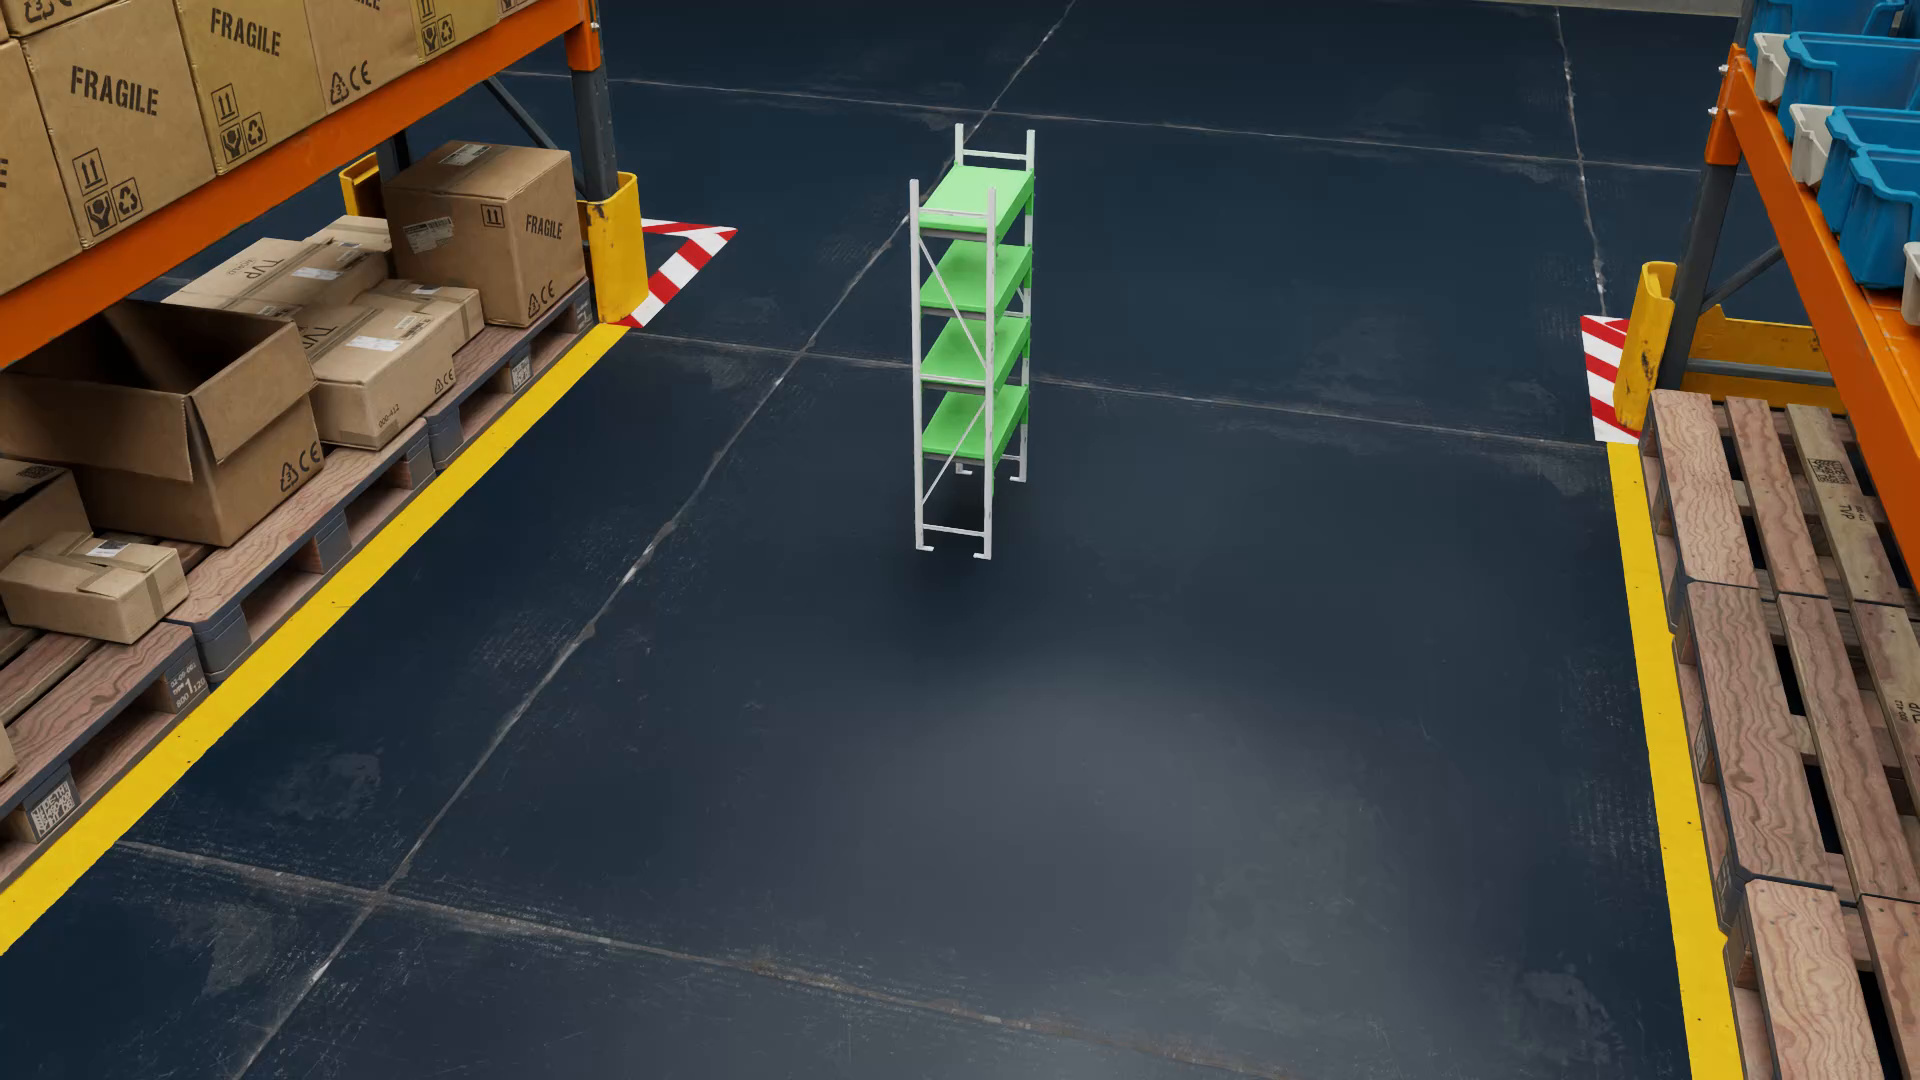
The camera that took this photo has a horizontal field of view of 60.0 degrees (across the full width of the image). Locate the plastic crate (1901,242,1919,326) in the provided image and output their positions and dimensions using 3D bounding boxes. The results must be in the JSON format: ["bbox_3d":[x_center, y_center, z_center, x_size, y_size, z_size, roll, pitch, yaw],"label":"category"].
[{"bbox_3d":[2.073,-0.435,3.328,0.293,0.136,0.466,8,33,12],"label":"plastic crate"}]

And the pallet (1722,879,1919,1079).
[{"bbox_3d":[2.071,1.214,3.144,1.003,0.211,1.213,8,33,12],"label":"pallet"}]

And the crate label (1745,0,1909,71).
[{"bbox_3d":[2.555,-1.523,4.950,0.416,0.233,0.303,8,33,12],"label":"crate label"}]

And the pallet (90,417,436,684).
[{"bbox_3d":[-2.386,-0.067,5.159,1.003,0.211,1.213,8,33,12],"label":"pallet"}]

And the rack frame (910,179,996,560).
[{"bbox_3d":[-0.020,-0.466,4.864,0.240,1.200,0.015,8,33,12],"label":"rack frame"}]

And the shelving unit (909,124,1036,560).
[{"bbox_3d":[0.042,-0.592,5.063,0.258,1.200,0.503,8,33,12],"label":"shelving unit"}]

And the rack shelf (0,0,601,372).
[{"bbox_3d":[-2.361,-0.987,4.677,1.077,0.370,4.000,8,33,12],"label":"rack shelf"}]

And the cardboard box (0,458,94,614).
[{"bbox_3d":[-2.808,-0.027,4.592,0.500,0.311,0.500,8,33,12],"label":"cardboard box"}]

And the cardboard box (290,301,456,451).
[{"bbox_3d":[-2.024,-0.549,5.470,0.500,0.250,0.500,8,33,12],"label":"cardboard box"}]

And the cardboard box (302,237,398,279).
[{"bbox_3d":[-2.356,-1.018,6.286,0.380,0.166,0.250,8,33,12],"label":"cardboard box"}]

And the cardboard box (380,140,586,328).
[{"bbox_3d":[-1.753,-1.143,6.172,0.500,0.500,0.500,8,33,12],"label":"cardboard box"}]

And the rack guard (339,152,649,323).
[{"bbox_3d":[-1.873,-1.234,6.725,1.175,0.500,0.348,8,33,12],"label":"rack guard"}]

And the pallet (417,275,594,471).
[{"bbox_3d":[-2.074,-0.698,6.151,1.003,0.211,1.213,8,33,12],"label":"pallet"}]

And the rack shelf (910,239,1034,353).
[{"bbox_3d":[0.042,-0.741,4.969,0.258,0.148,0.480,8,33,12],"label":"rack shelf"}]

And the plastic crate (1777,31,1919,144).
[{"bbox_3d":[2.388,-1.181,4.413,0.416,0.233,0.300,8,33,12],"label":"plastic crate"}]

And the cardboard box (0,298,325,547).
[{"bbox_3d":[-2.397,-0.360,4.937,0.797,0.503,0.637,8,33,12],"label":"cardboard box"}]

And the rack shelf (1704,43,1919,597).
[{"bbox_3d":[2.429,-0.310,3.613,1.077,0.370,4.000,8,33,12],"label":"rack shelf"}]

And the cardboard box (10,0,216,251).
[{"bbox_3d":[-2.220,-1.047,4.008,0.500,0.500,0.500,8,33,12],"label":"cardboard box"}]

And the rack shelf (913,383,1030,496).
[{"bbox_3d":[0.042,-0.336,5.226,0.258,0.148,0.480,8,33,12],"label":"rack shelf"}]

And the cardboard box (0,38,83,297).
[{"bbox_3d":[-2.349,-0.788,3.600,0.500,0.500,0.500,9,33,13],"label":"cardboard box"}]

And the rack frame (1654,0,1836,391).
[{"bbox_3d":[2.937,-1.652,5.052,1.000,3.000,0.127,8,33,12],"label":"rack frame"}]

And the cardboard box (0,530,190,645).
[{"bbox_3d":[-2.343,0.119,4.498,0.380,0.166,0.250,8,33,12],"label":"cardboard box"}]

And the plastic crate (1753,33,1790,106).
[{"bbox_3d":[2.394,-1.327,4.732,0.250,0.136,0.298,8,33,12],"label":"plastic crate"}]

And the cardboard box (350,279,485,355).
[{"bbox_3d":[-1.943,-0.804,5.950,0.380,0.166,0.250,8,33,12],"label":"cardboard box"}]

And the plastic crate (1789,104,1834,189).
[{"bbox_3d":[2.222,-0.975,4.178,0.250,0.136,0.298,8,33,12],"label":"plastic crate"}]

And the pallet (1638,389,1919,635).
[{"bbox_3d":[2.690,-0.052,5.135,1.003,0.211,1.213,8,33,12],"label":"pallet"}]

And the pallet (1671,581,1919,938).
[{"bbox_3d":[2.378,0.579,4.143,1.003,0.211,1.213,8,33,12],"label":"pallet"}]

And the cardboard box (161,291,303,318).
[{"bbox_3d":[-2.520,-0.591,5.536,0.500,0.250,0.500,8,33,12],"label":"cardboard box"}]

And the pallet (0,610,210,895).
[{"bbox_3d":[-2.694,0.568,4.160,1.003,0.211,1.213,8,33,12],"label":"pallet"}]

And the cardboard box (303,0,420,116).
[{"bbox_3d":[-1.964,-1.573,4.835,0.500,0.500,0.500,8,33,13],"label":"cardboard box"}]

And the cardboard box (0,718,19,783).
[{"bbox_3d":[-2.553,0.508,3.751,0.500,0.311,0.500,8,33,12],"label":"cardboard box"}]

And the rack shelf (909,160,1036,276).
[{"bbox_3d":[0.042,-0.943,4.840,0.258,0.148,0.480,8,33,12],"label":"rack shelf"}]

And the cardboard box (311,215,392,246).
[{"bbox_3d":[-2.292,-1.140,6.495,0.380,0.149,0.250,8,33,12],"label":"cardboard box"}]

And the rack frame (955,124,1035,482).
[{"bbox_3d":[0.104,-0.719,5.262,0.240,1.200,0.015,8,33,12],"label":"rack frame"}]

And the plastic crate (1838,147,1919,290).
[{"bbox_3d":[2.145,-0.684,3.630,0.416,0.233,0.300,8,33,12],"label":"plastic crate"}]

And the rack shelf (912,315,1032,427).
[{"bbox_3d":[0.042,-0.538,5.098,0.258,0.148,0.480,8,33,12],"label":"rack shelf"}]

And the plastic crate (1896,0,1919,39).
[{"bbox_3d":[3.032,-1.493,4.713,0.616,0.435,0.499,8,33,12],"label":"plastic crate"}]

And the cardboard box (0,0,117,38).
[{"bbox_3d":[-2.216,-1.457,3.721,0.500,0.500,0.500,7,33,11],"label":"cardboard box"}]

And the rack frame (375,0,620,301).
[{"bbox_3d":[-1.854,-2.328,6.116,1.000,3.000,0.127,8,33,12],"label":"rack frame"}]

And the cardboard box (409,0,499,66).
[{"bbox_3d":[-1.832,-1.831,5.241,0.500,0.500,0.500,8,33,13],"label":"cardboard box"}]

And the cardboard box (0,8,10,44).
[{"bbox_3d":[-2.347,-1.190,3.302,0.500,0.500,0.500,7,33,11],"label":"cardboard box"}]

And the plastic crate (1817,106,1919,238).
[{"bbox_3d":[2.221,-0.840,3.875,0.416,0.233,0.300,8,33,12],"label":"plastic crate"}]

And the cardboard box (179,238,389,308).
[{"bbox_3d":[-2.393,-0.850,5.945,0.500,0.250,0.500,8,33,12],"label":"cardboard box"}]

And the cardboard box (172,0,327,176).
[{"bbox_3d":[-2.092,-1.311,4.424,0.500,0.500,0.500,8,33,12],"label":"cardboard box"}]

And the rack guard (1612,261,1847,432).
[{"bbox_3d":[2.930,-0.611,5.745,1.175,0.500,0.348,8,33,12],"label":"rack guard"}]

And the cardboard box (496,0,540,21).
[{"bbox_3d":[-1.704,-2.101,5.665,0.500,0.500,0.500,9,34,14],"label":"cardboard box"}]
